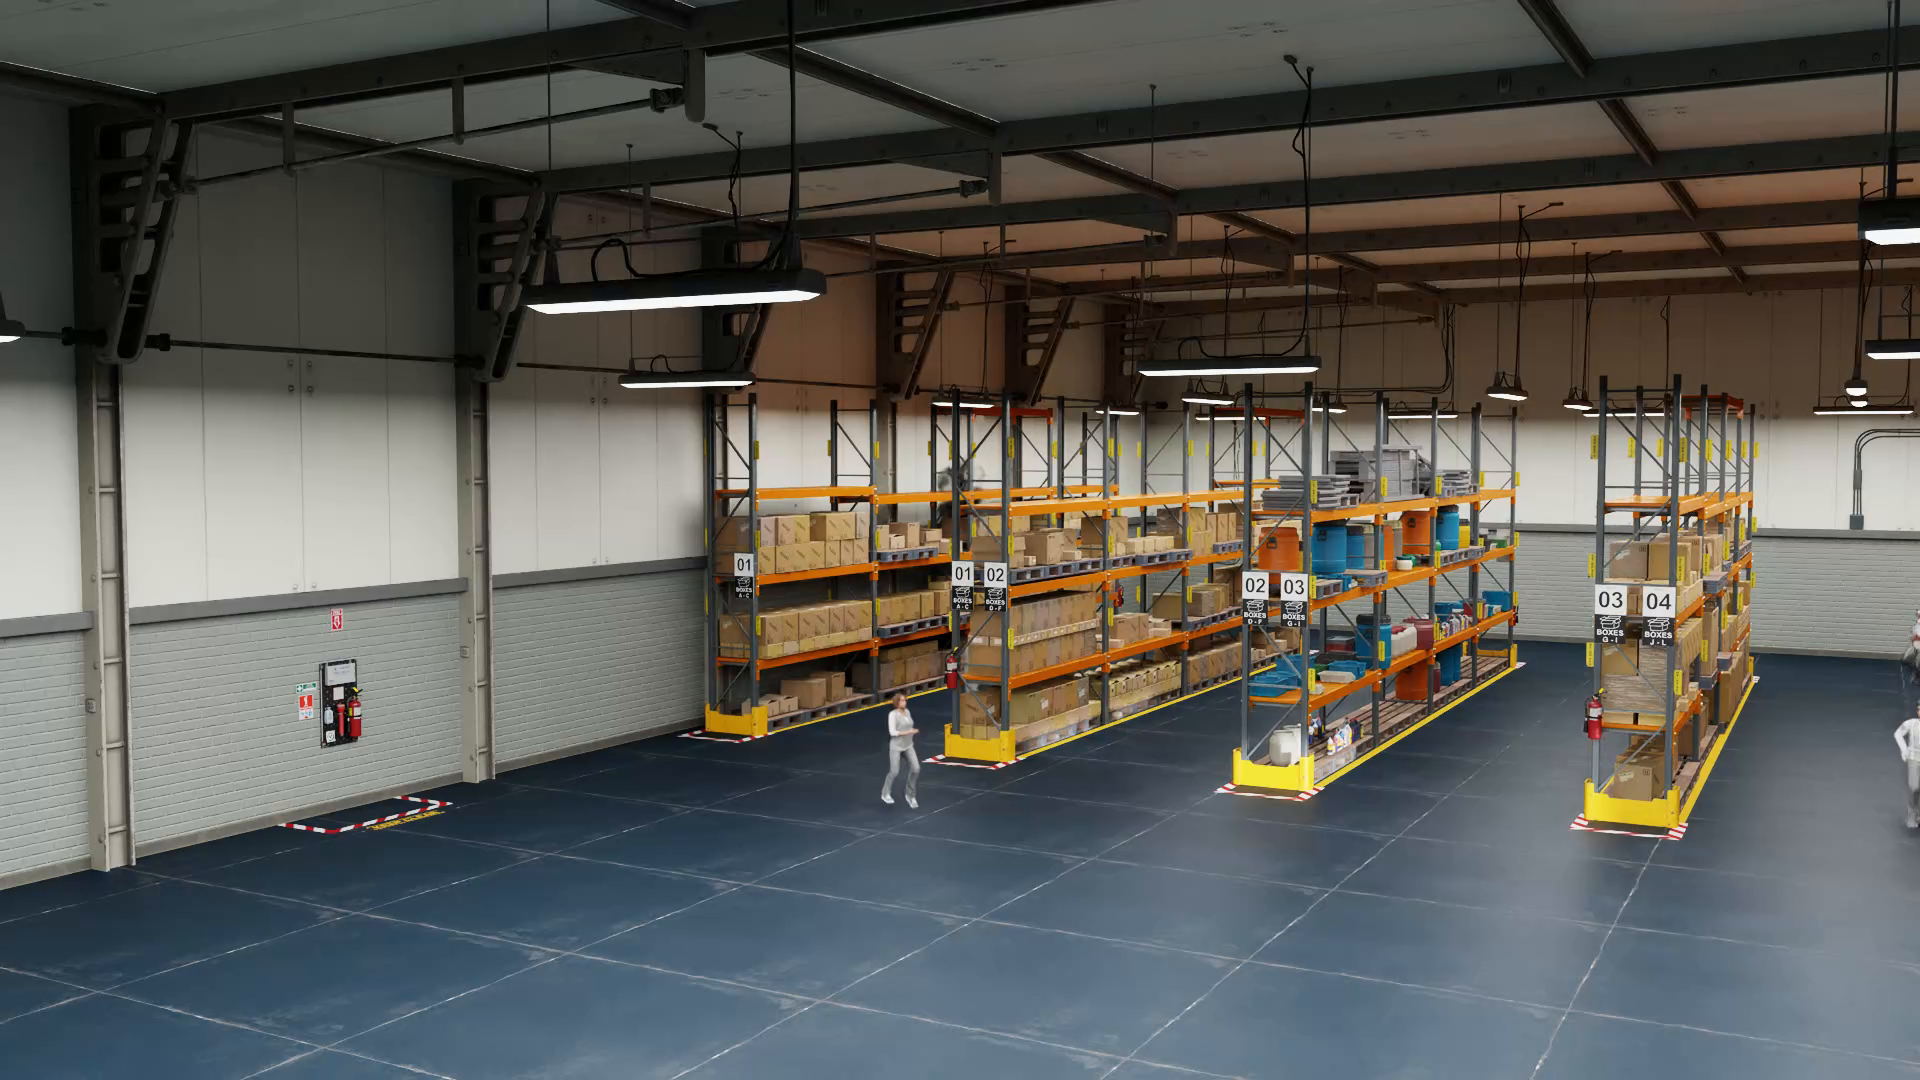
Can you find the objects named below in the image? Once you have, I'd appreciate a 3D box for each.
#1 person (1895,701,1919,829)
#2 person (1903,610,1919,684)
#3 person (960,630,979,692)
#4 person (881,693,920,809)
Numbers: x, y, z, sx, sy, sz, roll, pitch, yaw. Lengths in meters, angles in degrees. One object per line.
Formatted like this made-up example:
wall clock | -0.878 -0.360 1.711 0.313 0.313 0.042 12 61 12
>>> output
person | 12.763 2.976 22.071 0.588 1.727 0.705 1 3 22
person | 20.408 2.258 35.237 0.610 1.677 0.780 0 3 -2
person | 0.220 2.500 31.102 0.539 1.626 0.541 1 3 22
person | -0.815 2.950 23.228 0.520 1.644 0.699 -3 4 -42
